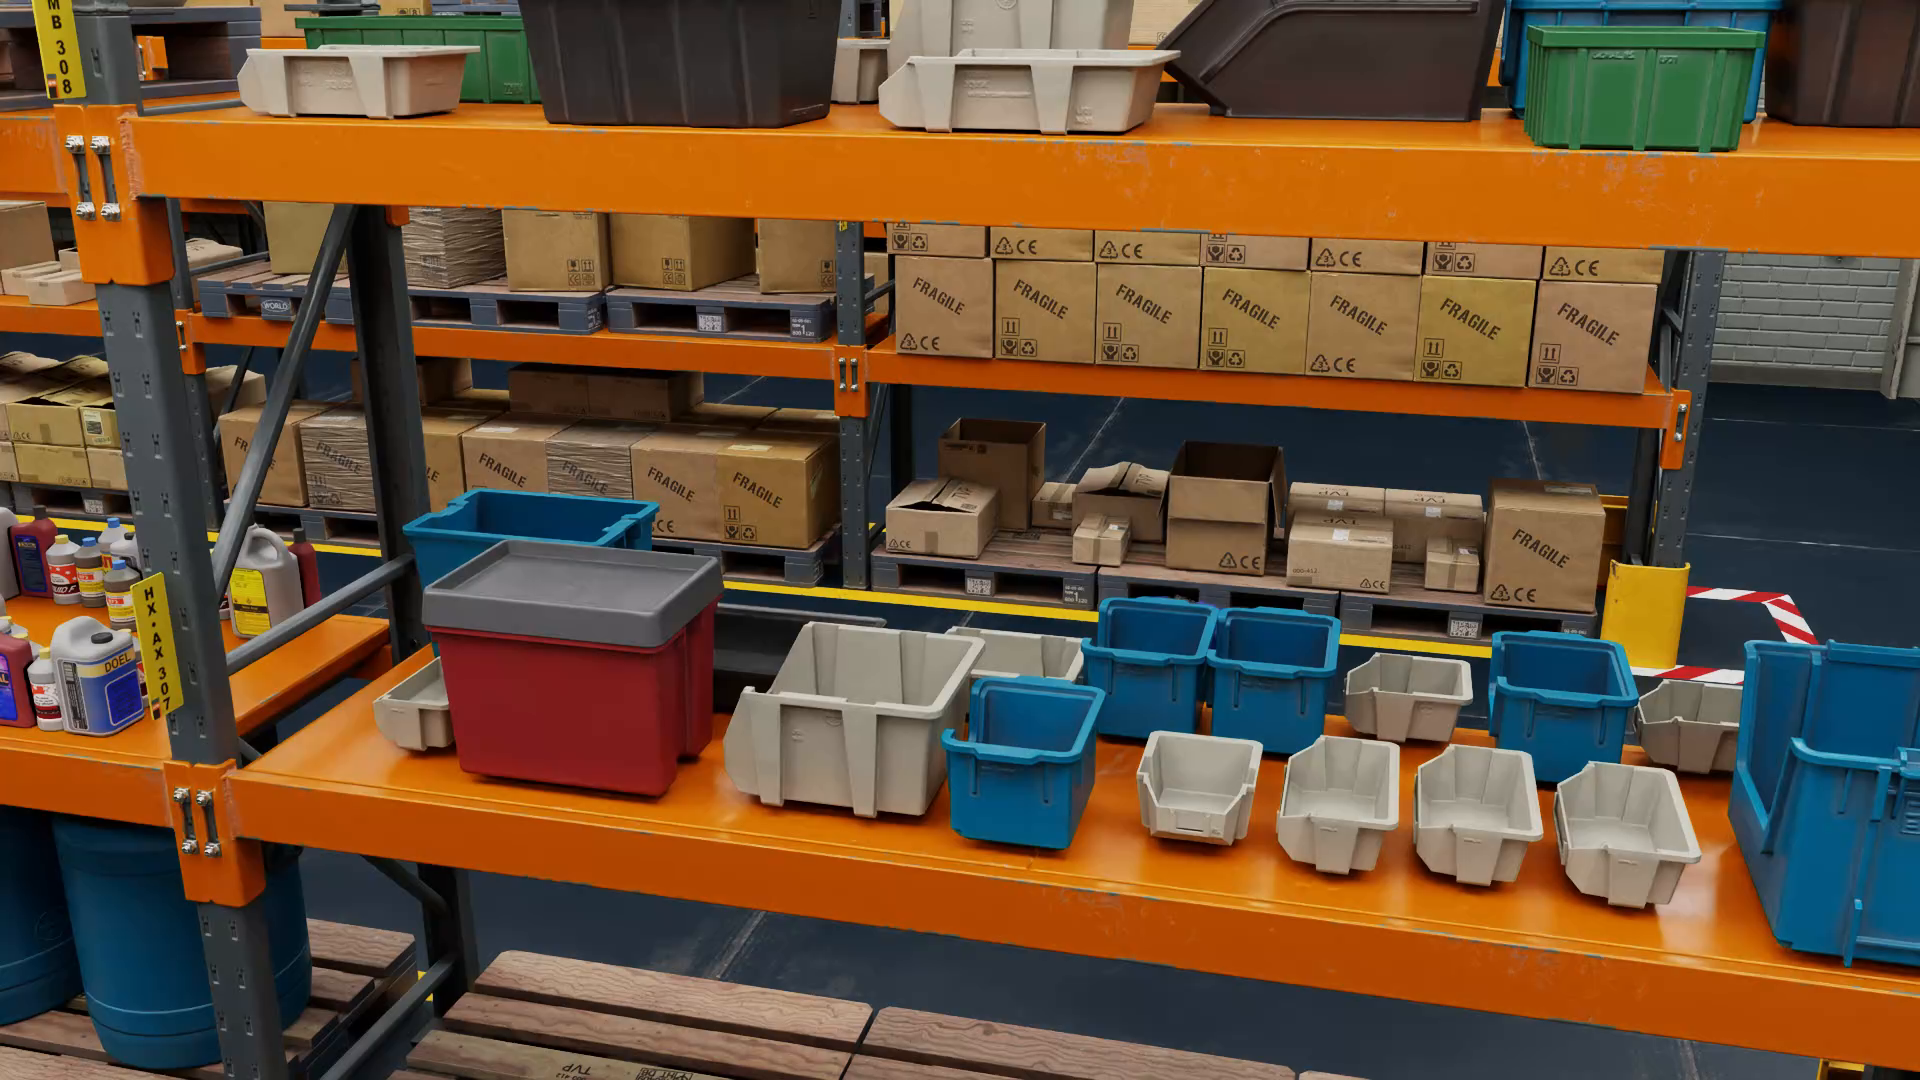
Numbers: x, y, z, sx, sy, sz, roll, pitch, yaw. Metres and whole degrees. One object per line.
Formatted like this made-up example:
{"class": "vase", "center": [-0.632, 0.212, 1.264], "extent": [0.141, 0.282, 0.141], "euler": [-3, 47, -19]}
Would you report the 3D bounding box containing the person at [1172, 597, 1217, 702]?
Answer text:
{"class": "person", "center": [0.803, 0.601, 6.434], "extent": [0.491, 0.934, 0.826], "euler": [4, 19, 13]}
